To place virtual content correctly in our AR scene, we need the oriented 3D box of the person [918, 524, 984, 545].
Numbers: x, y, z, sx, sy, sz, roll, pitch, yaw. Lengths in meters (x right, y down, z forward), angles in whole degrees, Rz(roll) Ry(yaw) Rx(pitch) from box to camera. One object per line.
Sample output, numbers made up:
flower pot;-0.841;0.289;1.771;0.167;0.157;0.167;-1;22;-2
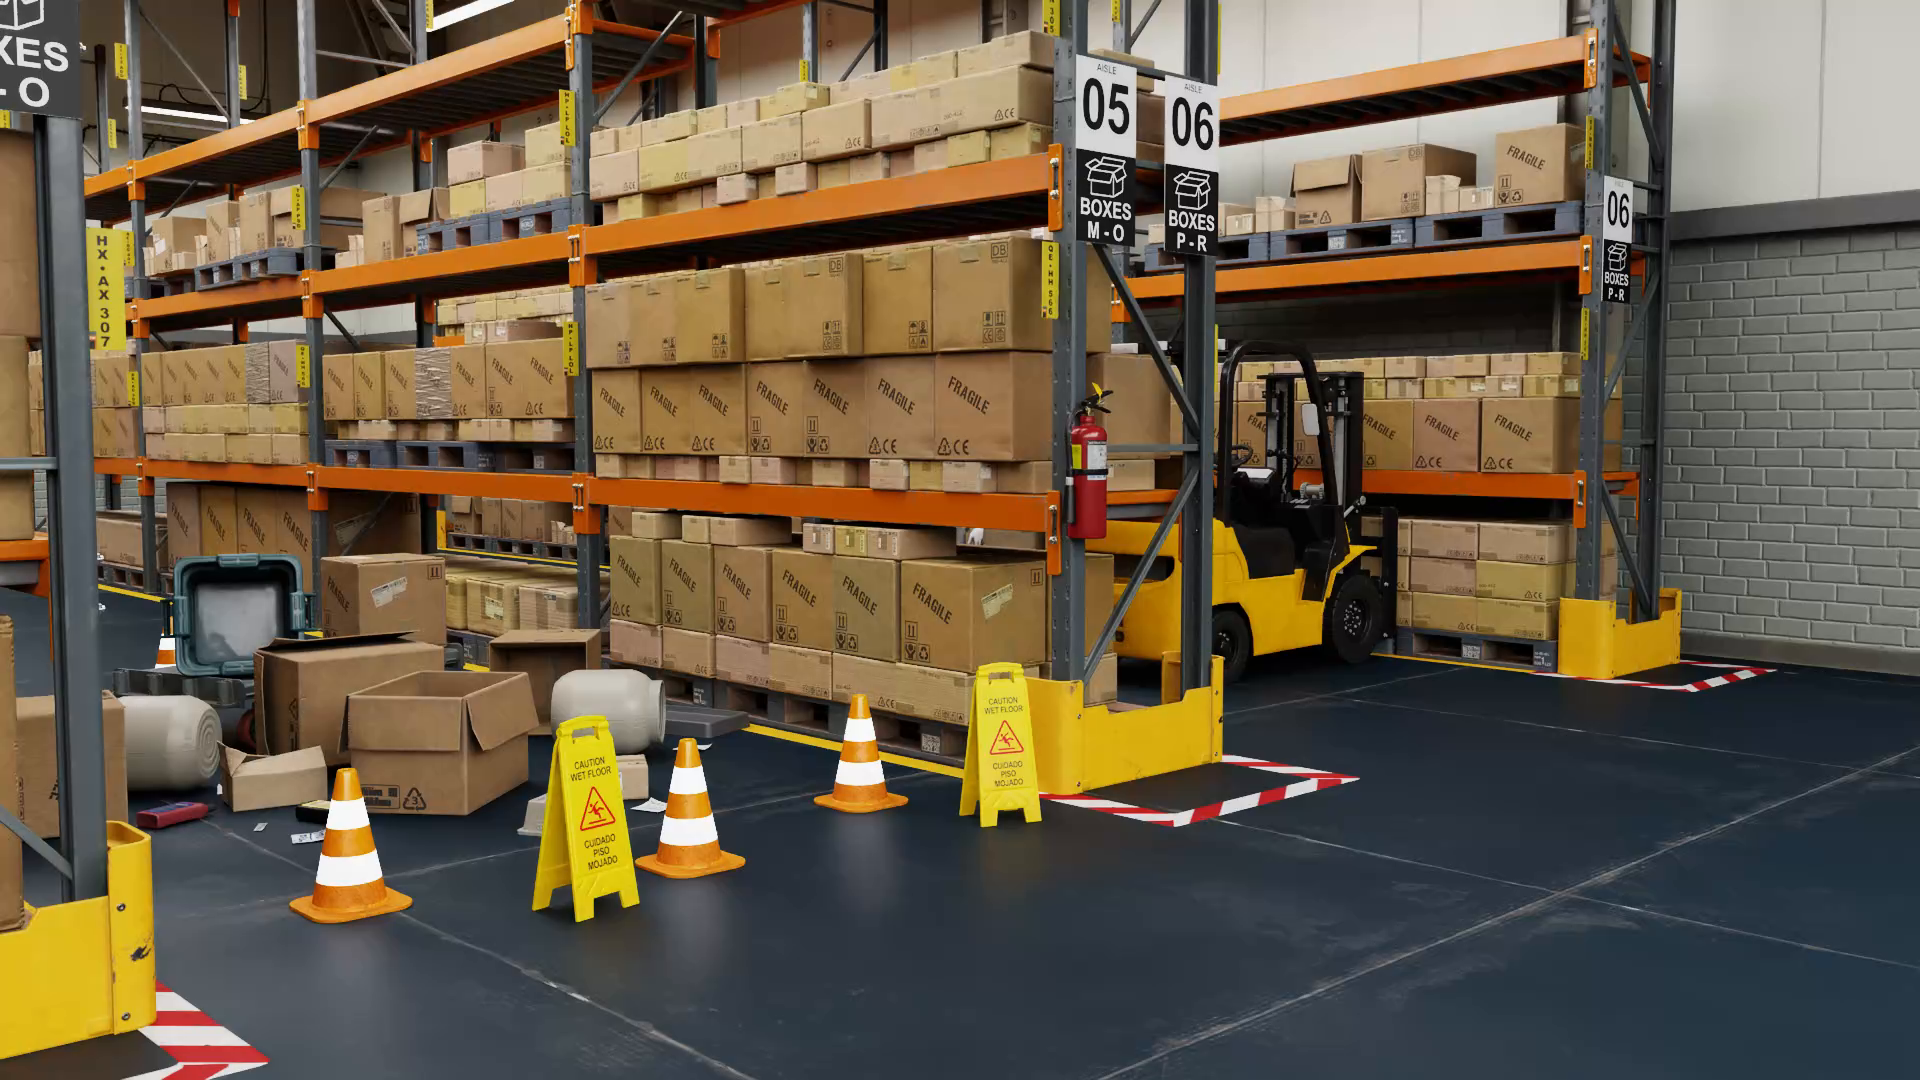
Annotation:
person;-0.163;-0.065;11.400;0.656;1.784;0.576;1;4;17
